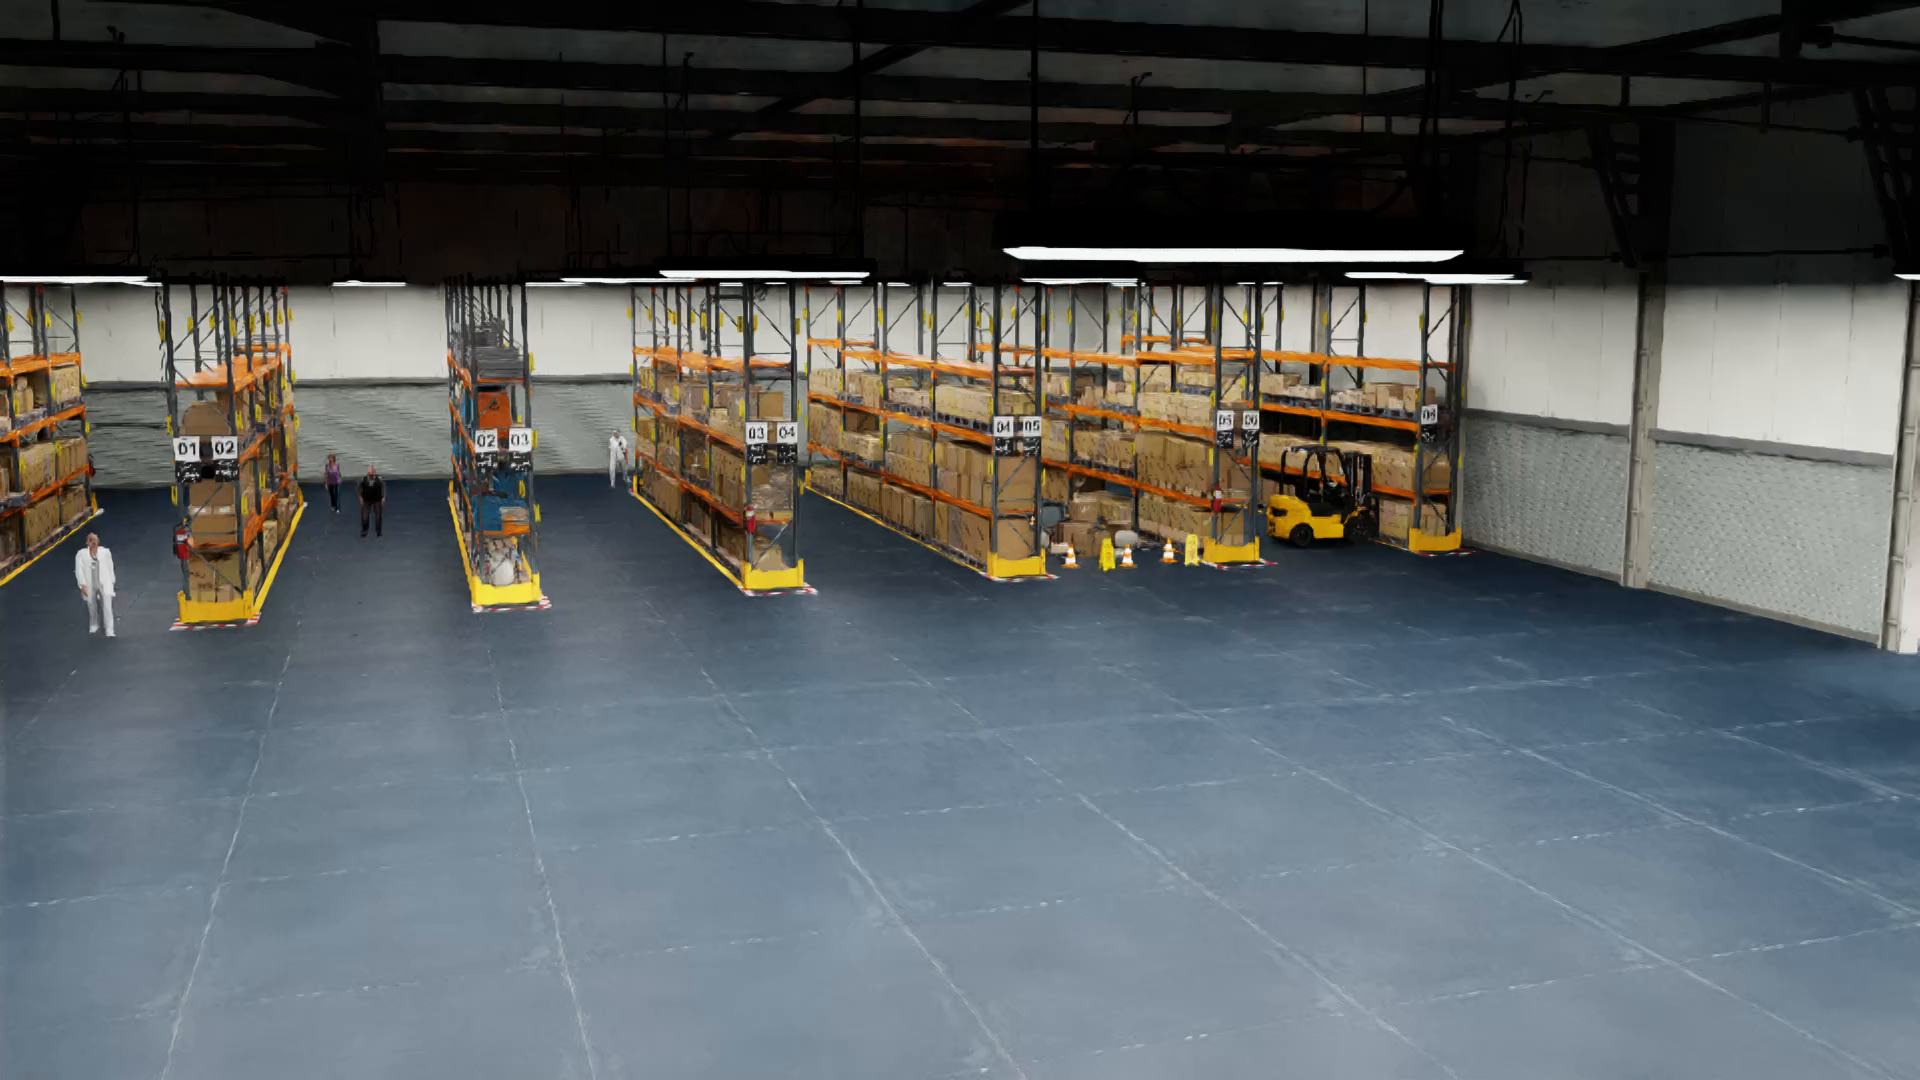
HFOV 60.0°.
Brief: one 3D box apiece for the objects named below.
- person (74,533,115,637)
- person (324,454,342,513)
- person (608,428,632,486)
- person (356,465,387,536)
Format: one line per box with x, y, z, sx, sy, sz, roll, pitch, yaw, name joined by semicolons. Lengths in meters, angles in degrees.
-14.267;0.734;27.441;0.577;1.715;1.102;-4;10;-26;person
-16.086;-1.467;42.659;0.417;1.517;1.032;-2;9;-16;person
-9.947;-2.429;48.488;0.579;1.699;0.978;0;9;2;person
-13.661;-0.913;38.628;0.677;1.674;0.534;-3;9;-21;person
